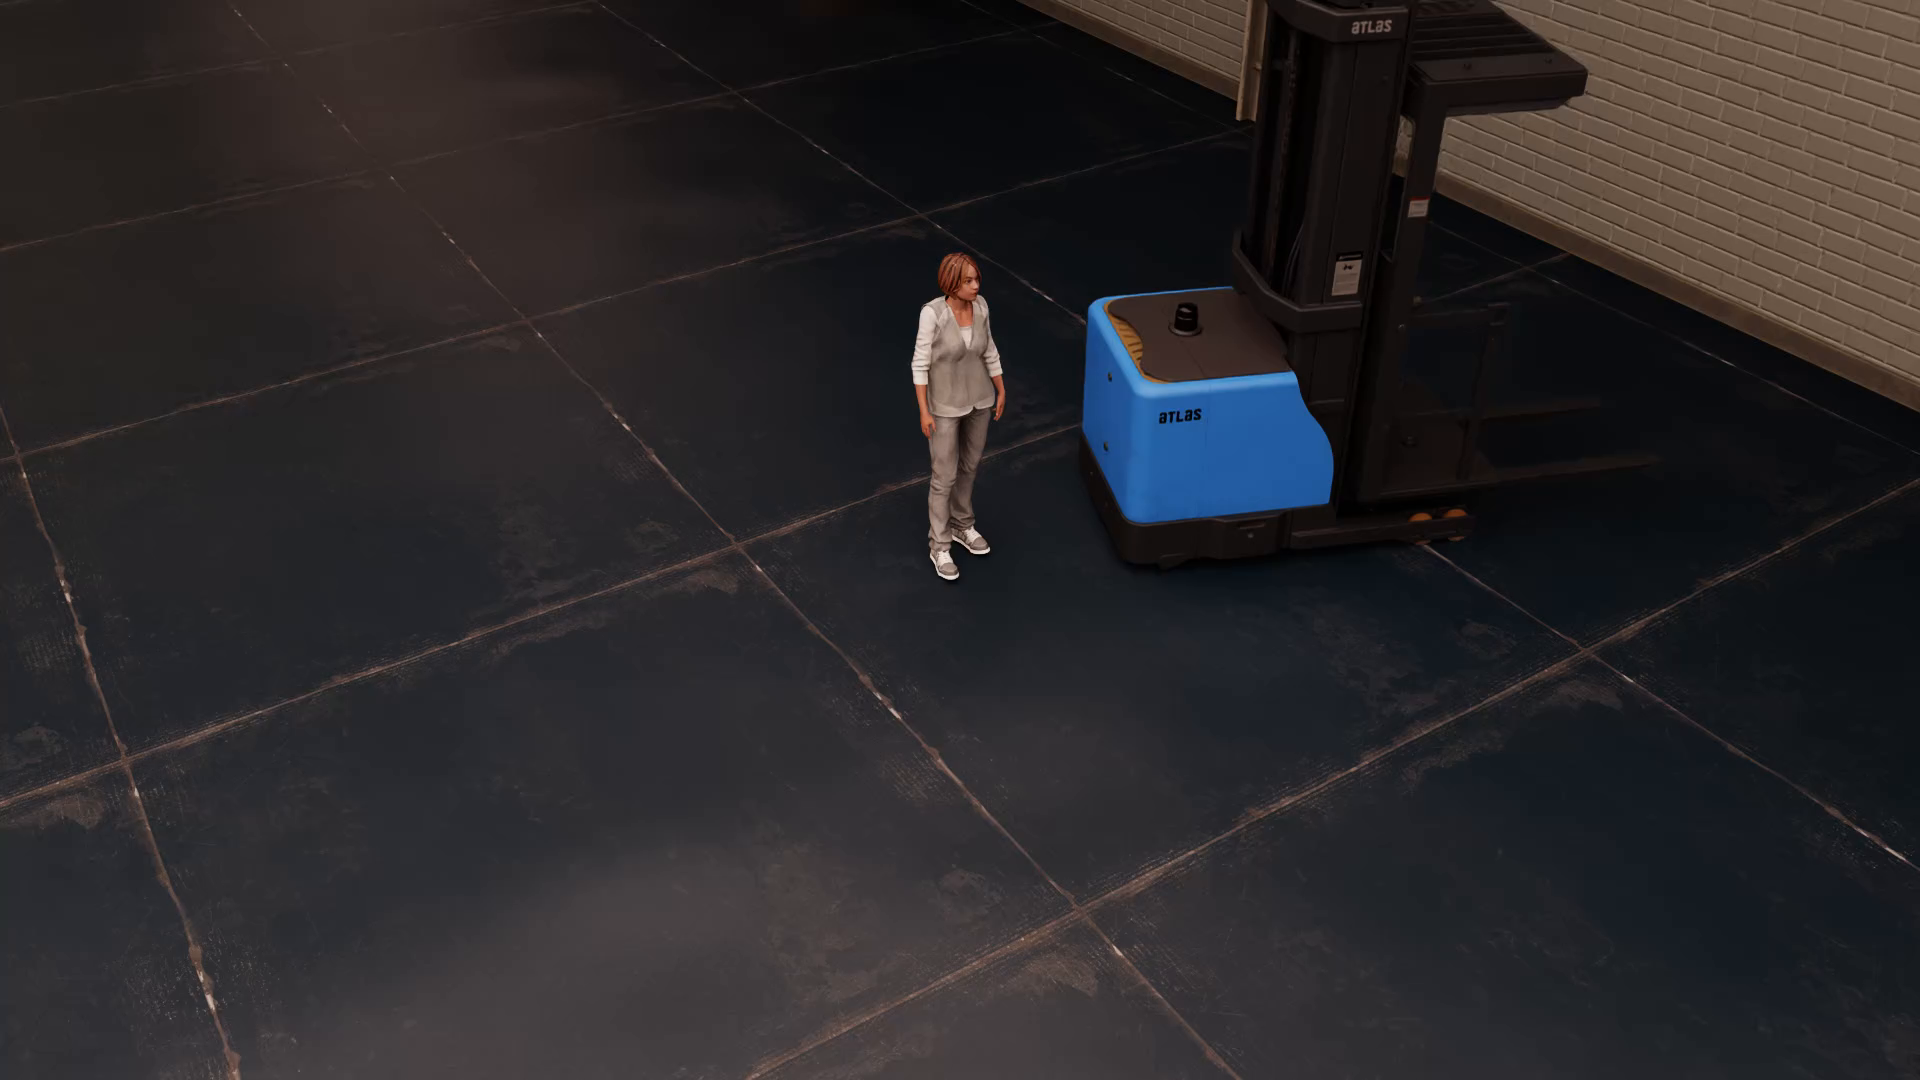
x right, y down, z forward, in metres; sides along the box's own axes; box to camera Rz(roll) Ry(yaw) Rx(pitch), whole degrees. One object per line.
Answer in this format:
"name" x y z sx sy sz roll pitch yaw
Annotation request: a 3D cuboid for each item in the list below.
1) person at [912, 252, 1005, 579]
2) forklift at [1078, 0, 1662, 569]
"person" 0.029 -0.581 8.203 0.520 1.508 0.472 -21 40 -27
"forklift" 2.218 -1.466 8.234 3.031 2.935 1.130 -6 36 -9
